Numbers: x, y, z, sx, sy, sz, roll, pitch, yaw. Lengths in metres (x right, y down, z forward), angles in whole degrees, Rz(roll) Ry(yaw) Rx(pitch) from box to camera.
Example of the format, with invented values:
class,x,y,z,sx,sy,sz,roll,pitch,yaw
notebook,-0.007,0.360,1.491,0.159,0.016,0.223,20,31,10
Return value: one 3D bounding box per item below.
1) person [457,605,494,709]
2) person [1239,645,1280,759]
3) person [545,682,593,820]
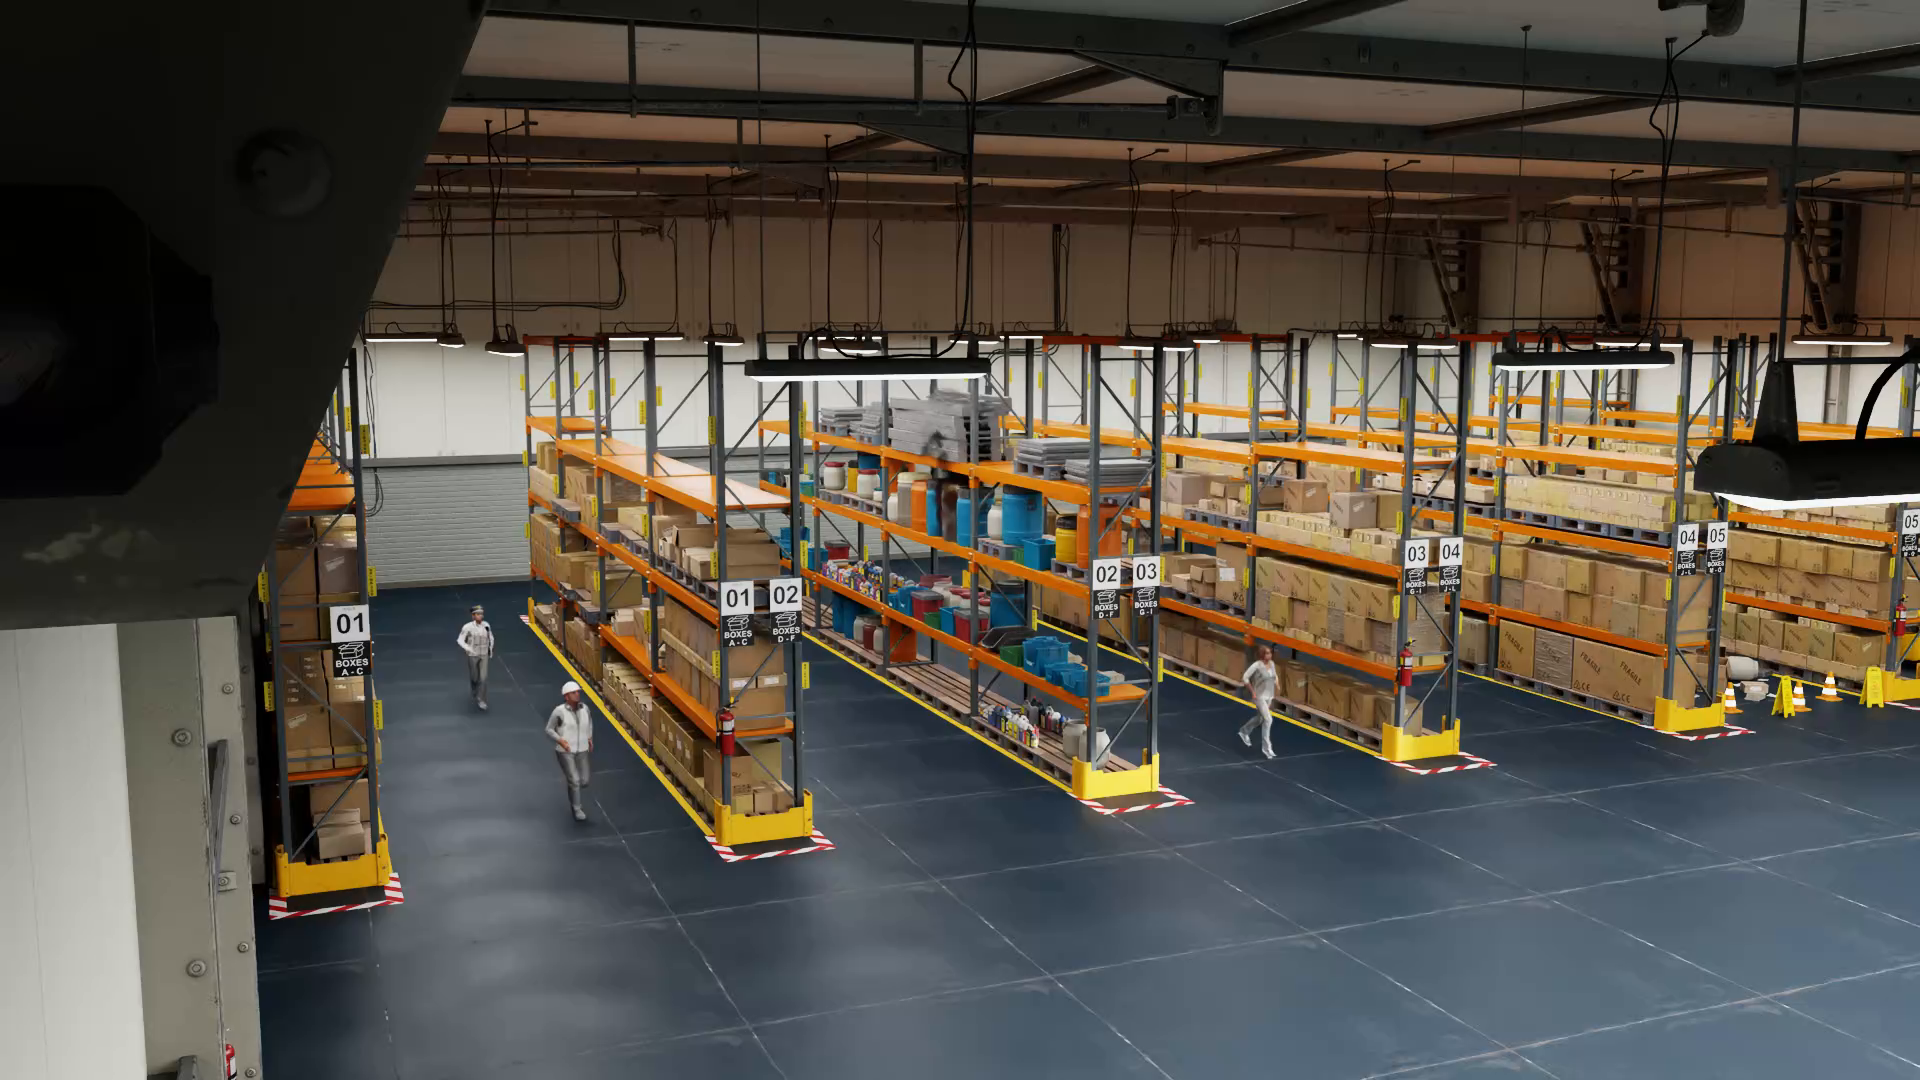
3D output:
class,x,y,z,sx,sy,sz,roll,pitch,yaw
person,-7.923,1.894,27.287,0.613,1.689,0.682,-5,9,-31
person,4.375,2.320,24.268,0.529,1.630,0.755,-6,10,-38
person,-4.978,2.664,21.242,0.657,1.751,0.652,-6,10,-38
